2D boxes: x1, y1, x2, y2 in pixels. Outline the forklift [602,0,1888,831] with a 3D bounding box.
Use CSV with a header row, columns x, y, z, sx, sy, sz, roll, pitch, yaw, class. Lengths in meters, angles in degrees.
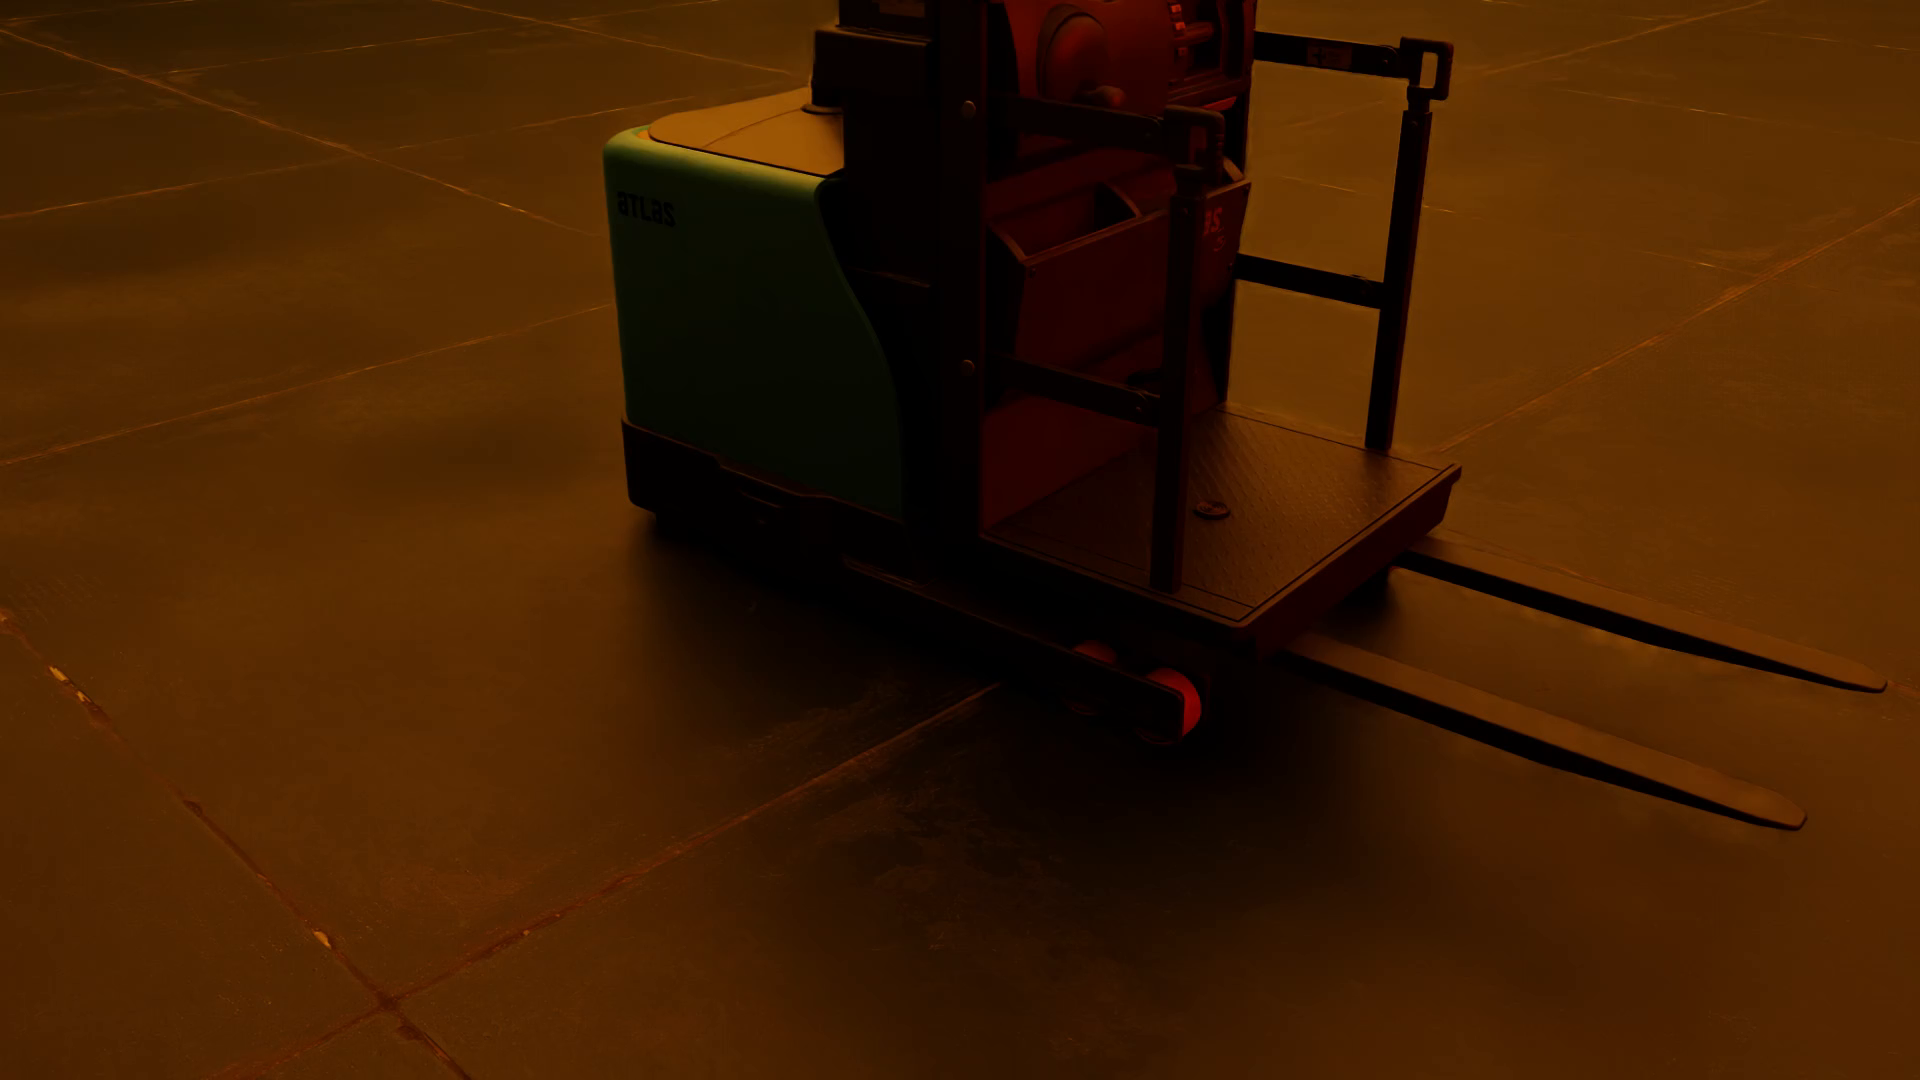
x,y,z,sx,sy,sz,roll,pitch,yaw,class
0.538,-1.132,3.522,3.031,2.935,1.130,20,32,34,forklift
